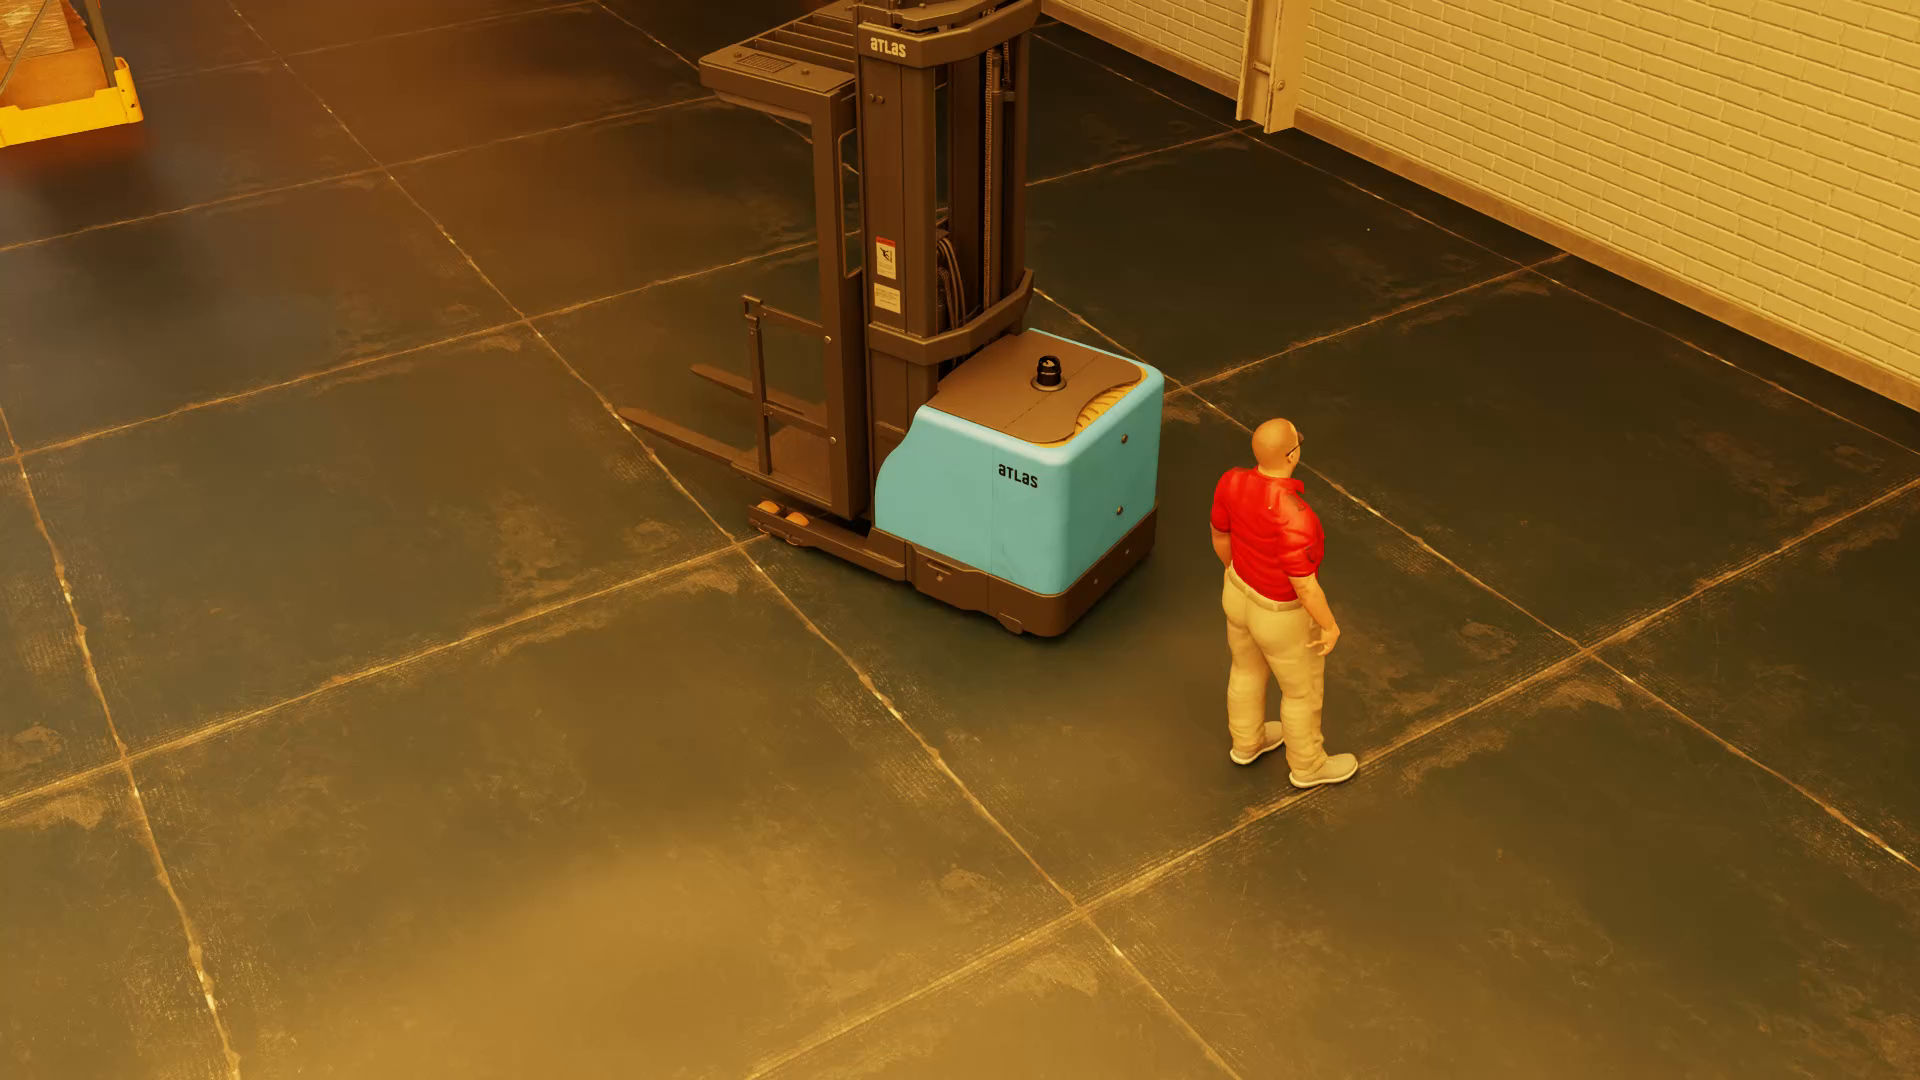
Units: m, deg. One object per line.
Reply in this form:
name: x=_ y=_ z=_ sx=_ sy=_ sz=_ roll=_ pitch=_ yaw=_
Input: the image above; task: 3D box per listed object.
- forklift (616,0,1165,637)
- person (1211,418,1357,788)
forklift: x=-0.500 y=-1.399 z=8.138 sx=3.031 sy=2.935 sz=1.130 roll=22 pitch=41 yaw=28
person: x=1.353 y=0.238 z=6.840 sx=0.550 sy=1.727 sz=0.642 roll=-21 pitch=40 yaw=-27
